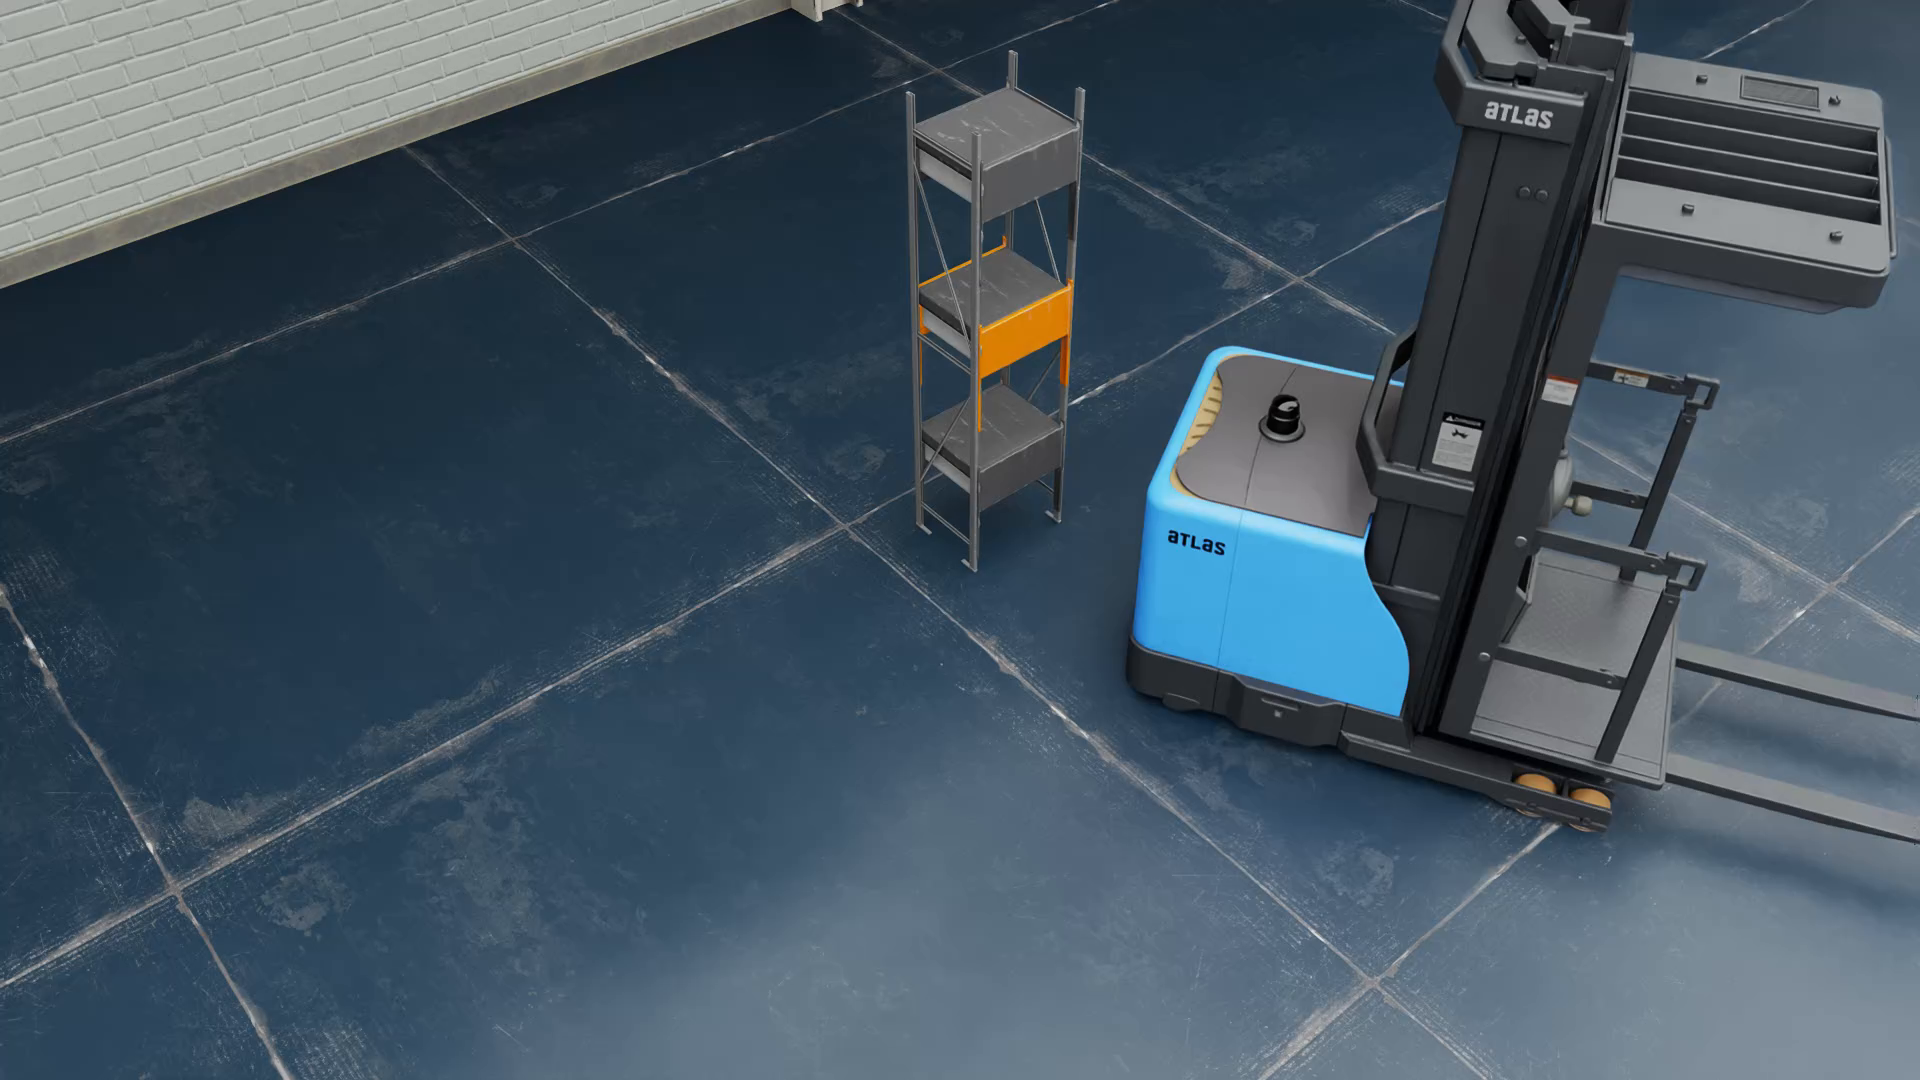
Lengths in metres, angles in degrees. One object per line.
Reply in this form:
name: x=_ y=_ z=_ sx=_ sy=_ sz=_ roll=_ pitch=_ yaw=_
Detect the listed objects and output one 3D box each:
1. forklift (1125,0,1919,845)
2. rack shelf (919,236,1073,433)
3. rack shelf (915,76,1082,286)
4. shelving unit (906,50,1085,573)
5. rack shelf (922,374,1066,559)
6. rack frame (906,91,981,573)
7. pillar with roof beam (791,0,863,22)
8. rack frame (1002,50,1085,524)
forklift: x=2.229 y=-0.404 z=5.593 sx=3.031 sy=2.935 sz=1.130 roll=15 pitch=45 yaw=15
rack shelf: x=0.127 y=-0.828 z=6.672 sx=0.480 sy=0.518 sz=0.431 roll=-30 pitch=51 yaw=-28
rack shelf: x=0.127 y=-1.338 z=6.192 sx=0.480 sy=0.518 sz=0.431 roll=-30 pitch=51 yaw=-28
shelving unit: x=0.127 y=-0.838 z=6.662 sx=0.503 sy=2.100 sz=0.431 roll=-30 pitch=51 yaw=-28
rack shelf: x=0.127 y=-0.318 z=7.151 sx=0.480 sy=0.518 sz=0.431 roll=-30 pitch=51 yaw=-28
rack frame: x=-0.060 y=-0.731 z=6.548 sx=0.015 sy=2.100 sz=0.400 roll=-30 pitch=51 yaw=-28
pillar with roof beam: x=1.868 y=-4.594 z=5.621 sx=0.400 sy=9.000 sz=9.100 roll=-30 pitch=51 yaw=-28
rack frame: x=0.314 y=-0.945 z=6.776 sx=0.015 sy=2.100 sz=0.400 roll=-30 pitch=51 yaw=-28
